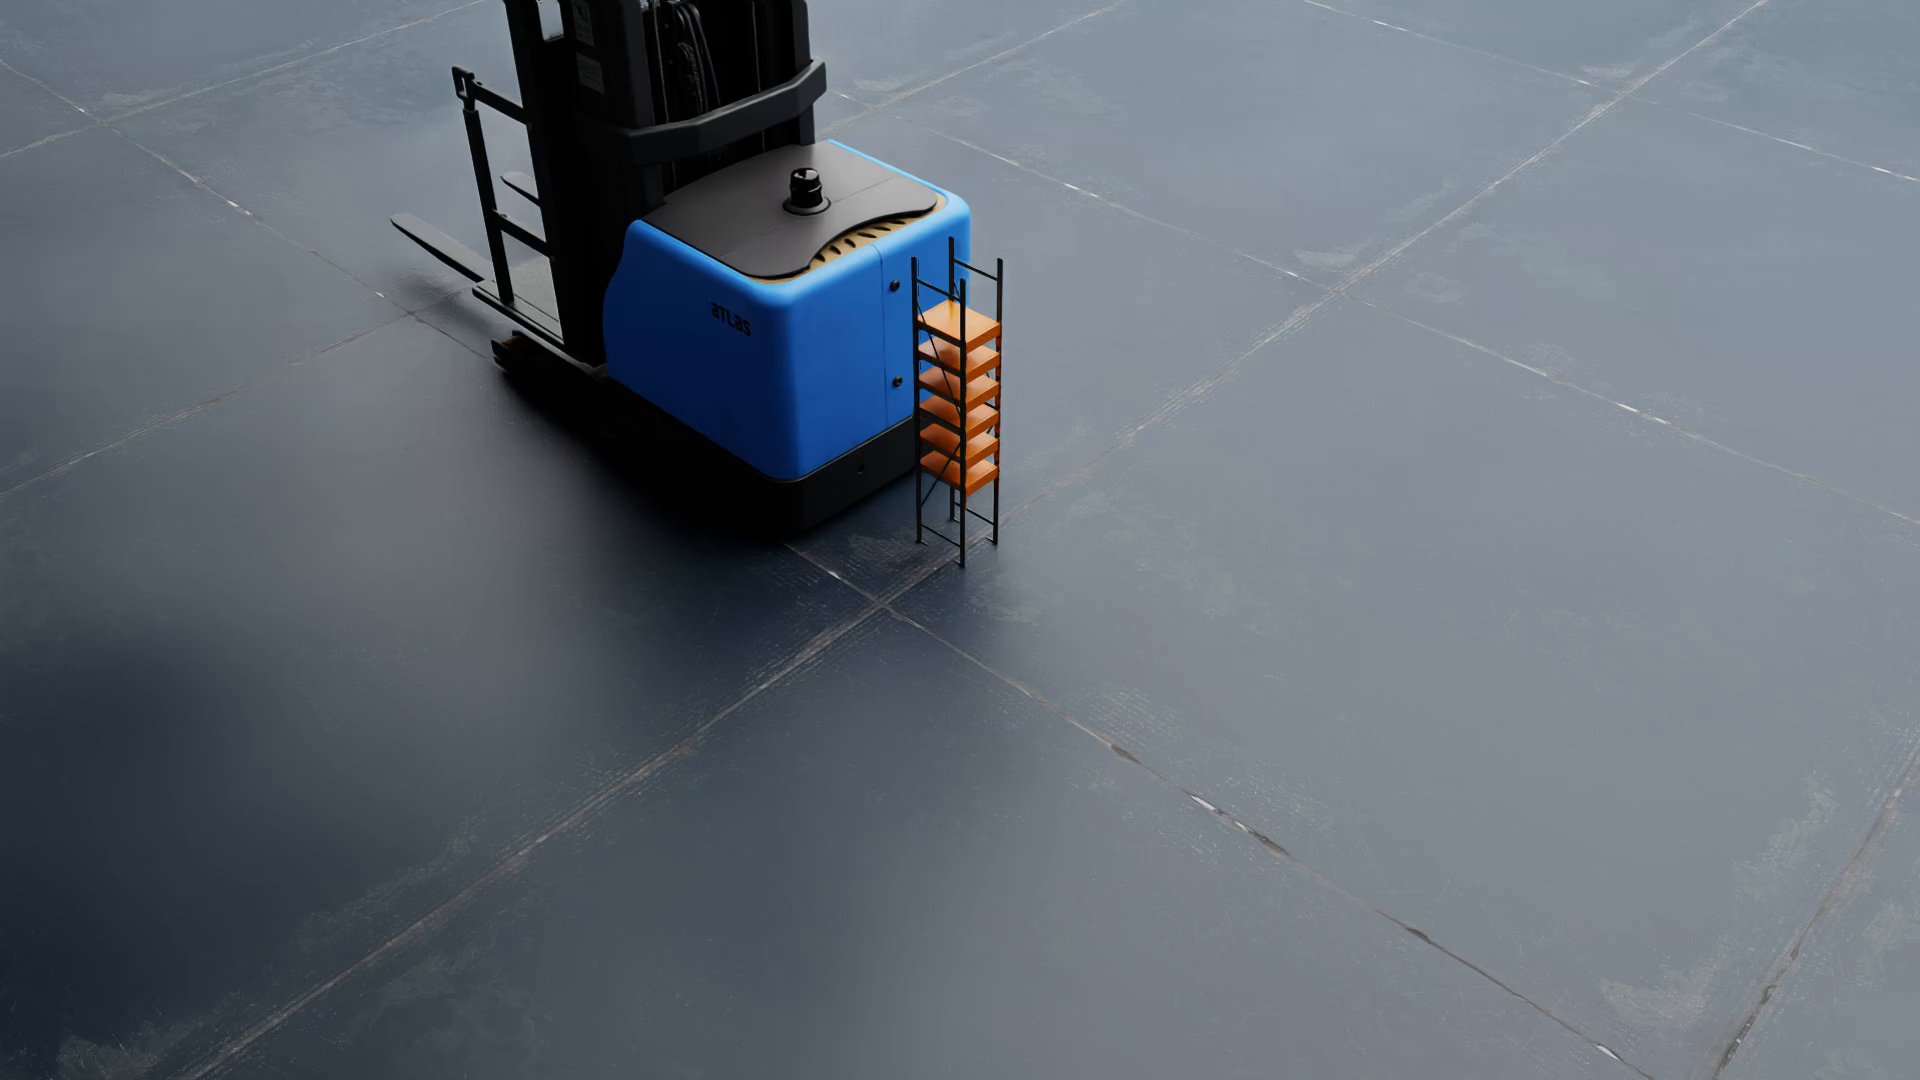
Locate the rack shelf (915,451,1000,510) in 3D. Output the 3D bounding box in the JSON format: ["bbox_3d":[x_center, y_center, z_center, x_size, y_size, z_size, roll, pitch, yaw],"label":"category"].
[{"bbox_3d":[-0.010,-0.240,6.045,0.258,0.103,0.180,30,47,32],"label":"rack shelf"}]

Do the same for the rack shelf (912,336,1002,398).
[{"bbox_3d":[-0.010,-0.616,5.746,0.258,0.103,0.180,30,47,32],"label":"rack shelf"}]

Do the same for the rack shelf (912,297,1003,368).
[{"bbox_3d":[-0.010,-0.710,5.672,0.258,0.103,0.180,30,47,32],"label":"rack shelf"}]

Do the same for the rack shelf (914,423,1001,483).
[{"bbox_3d":[-0.010,-0.334,5.971,0.258,0.103,0.180,30,47,32],"label":"rack shelf"}]

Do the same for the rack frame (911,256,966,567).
[{"bbox_3d":[-0.071,-0.421,5.815,0.240,1.200,0.006,30,47,32],"label":"rack frame"}]

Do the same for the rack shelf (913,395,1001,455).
[{"bbox_3d":[-0.010,-0.428,5.896,0.258,0.103,0.180,30,47,32],"label":"rack shelf"}]

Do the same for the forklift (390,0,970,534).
[{"bbox_3d":[-1.353,-1.975,6.379,3.031,2.935,1.130,31,48,33],"label":"forklift"}]

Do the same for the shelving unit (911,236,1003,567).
[{"bbox_3d":[-0.010,-0.463,5.868,0.258,1.200,0.189,30,47,32],"label":"shelving unit"}]

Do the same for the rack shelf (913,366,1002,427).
[{"bbox_3d":[-0.010,-0.522,5.821,0.258,0.103,0.180,30,47,32],"label":"rack shelf"}]

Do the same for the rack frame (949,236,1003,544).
[{"bbox_3d":[0.052,-0.505,5.921,0.240,1.200,0.006,30,47,32],"label":"rack frame"}]
